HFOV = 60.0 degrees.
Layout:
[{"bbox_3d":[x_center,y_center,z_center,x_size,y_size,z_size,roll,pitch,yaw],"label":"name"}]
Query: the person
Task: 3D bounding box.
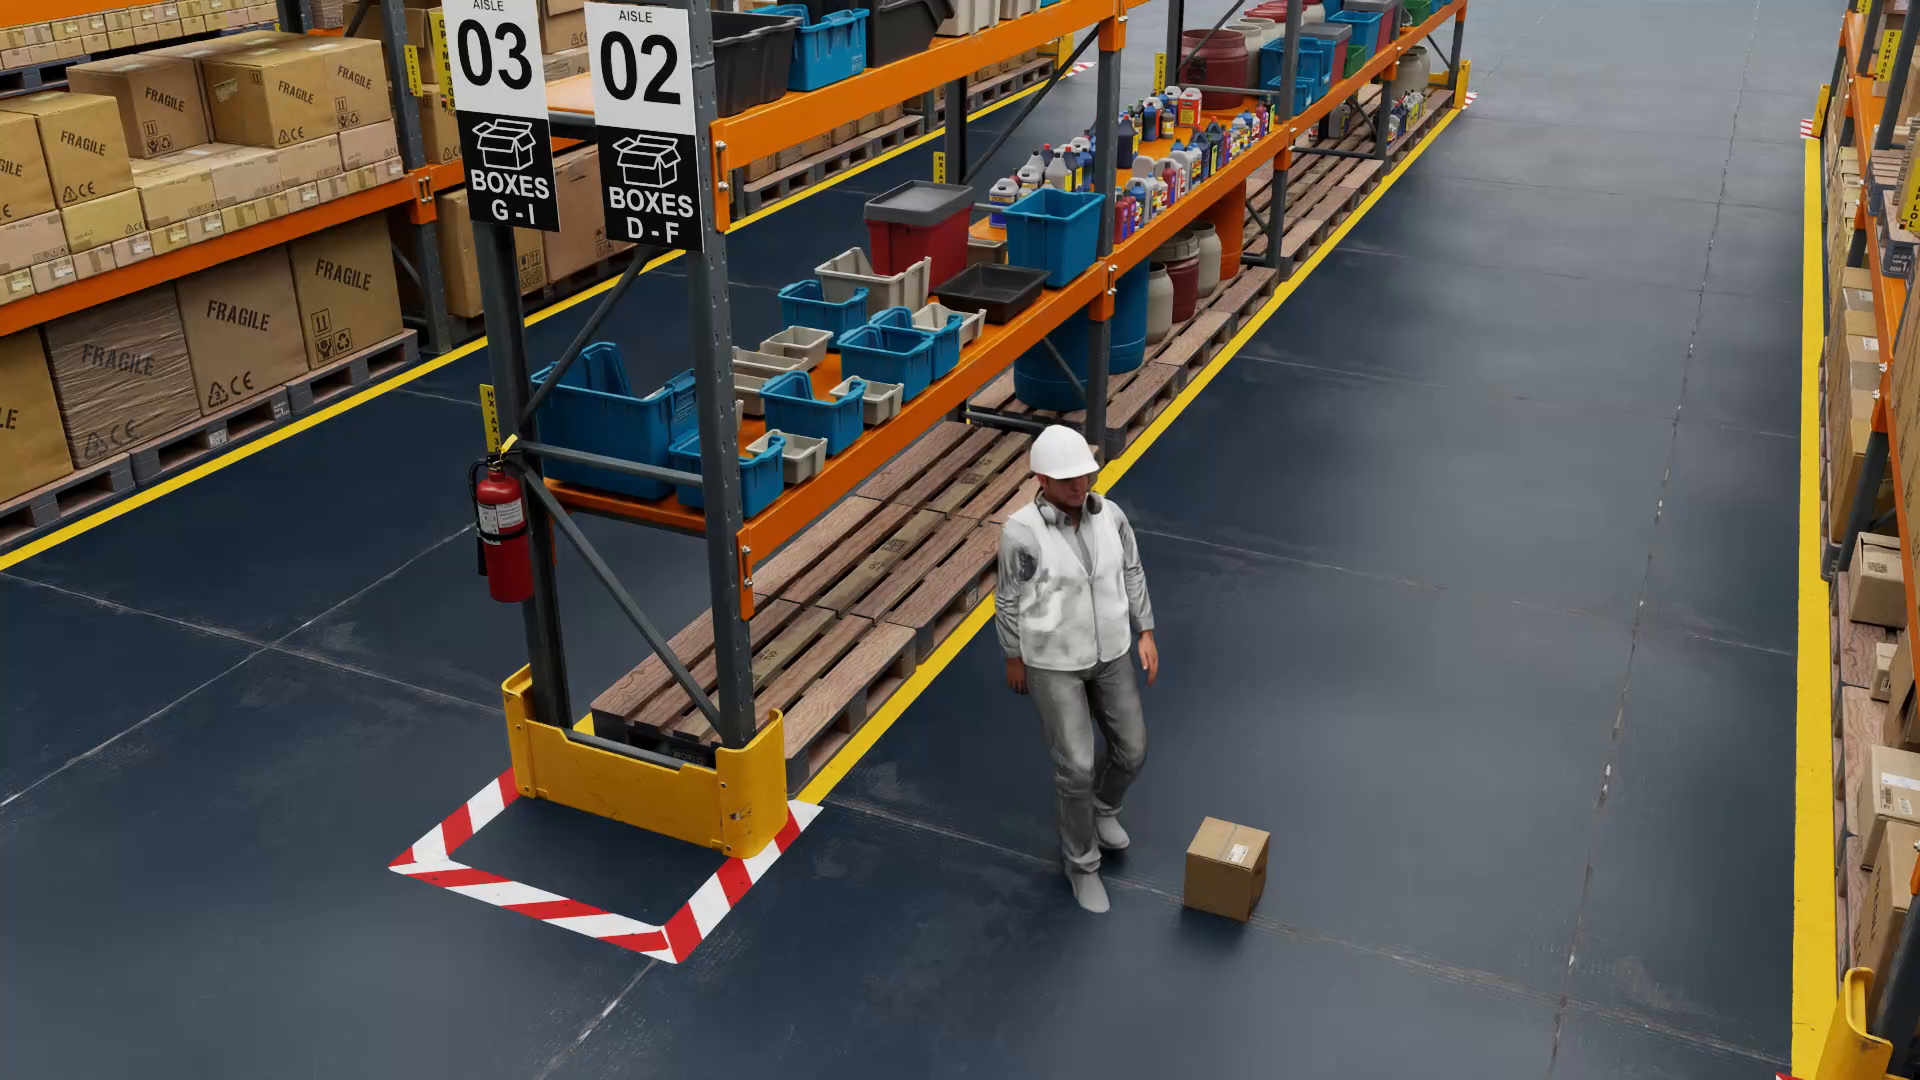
[{"bbox_3d":[0.485,0.485,6.152,0.588,1.813,0.650,-13,29,-24],"label":"person"}]
